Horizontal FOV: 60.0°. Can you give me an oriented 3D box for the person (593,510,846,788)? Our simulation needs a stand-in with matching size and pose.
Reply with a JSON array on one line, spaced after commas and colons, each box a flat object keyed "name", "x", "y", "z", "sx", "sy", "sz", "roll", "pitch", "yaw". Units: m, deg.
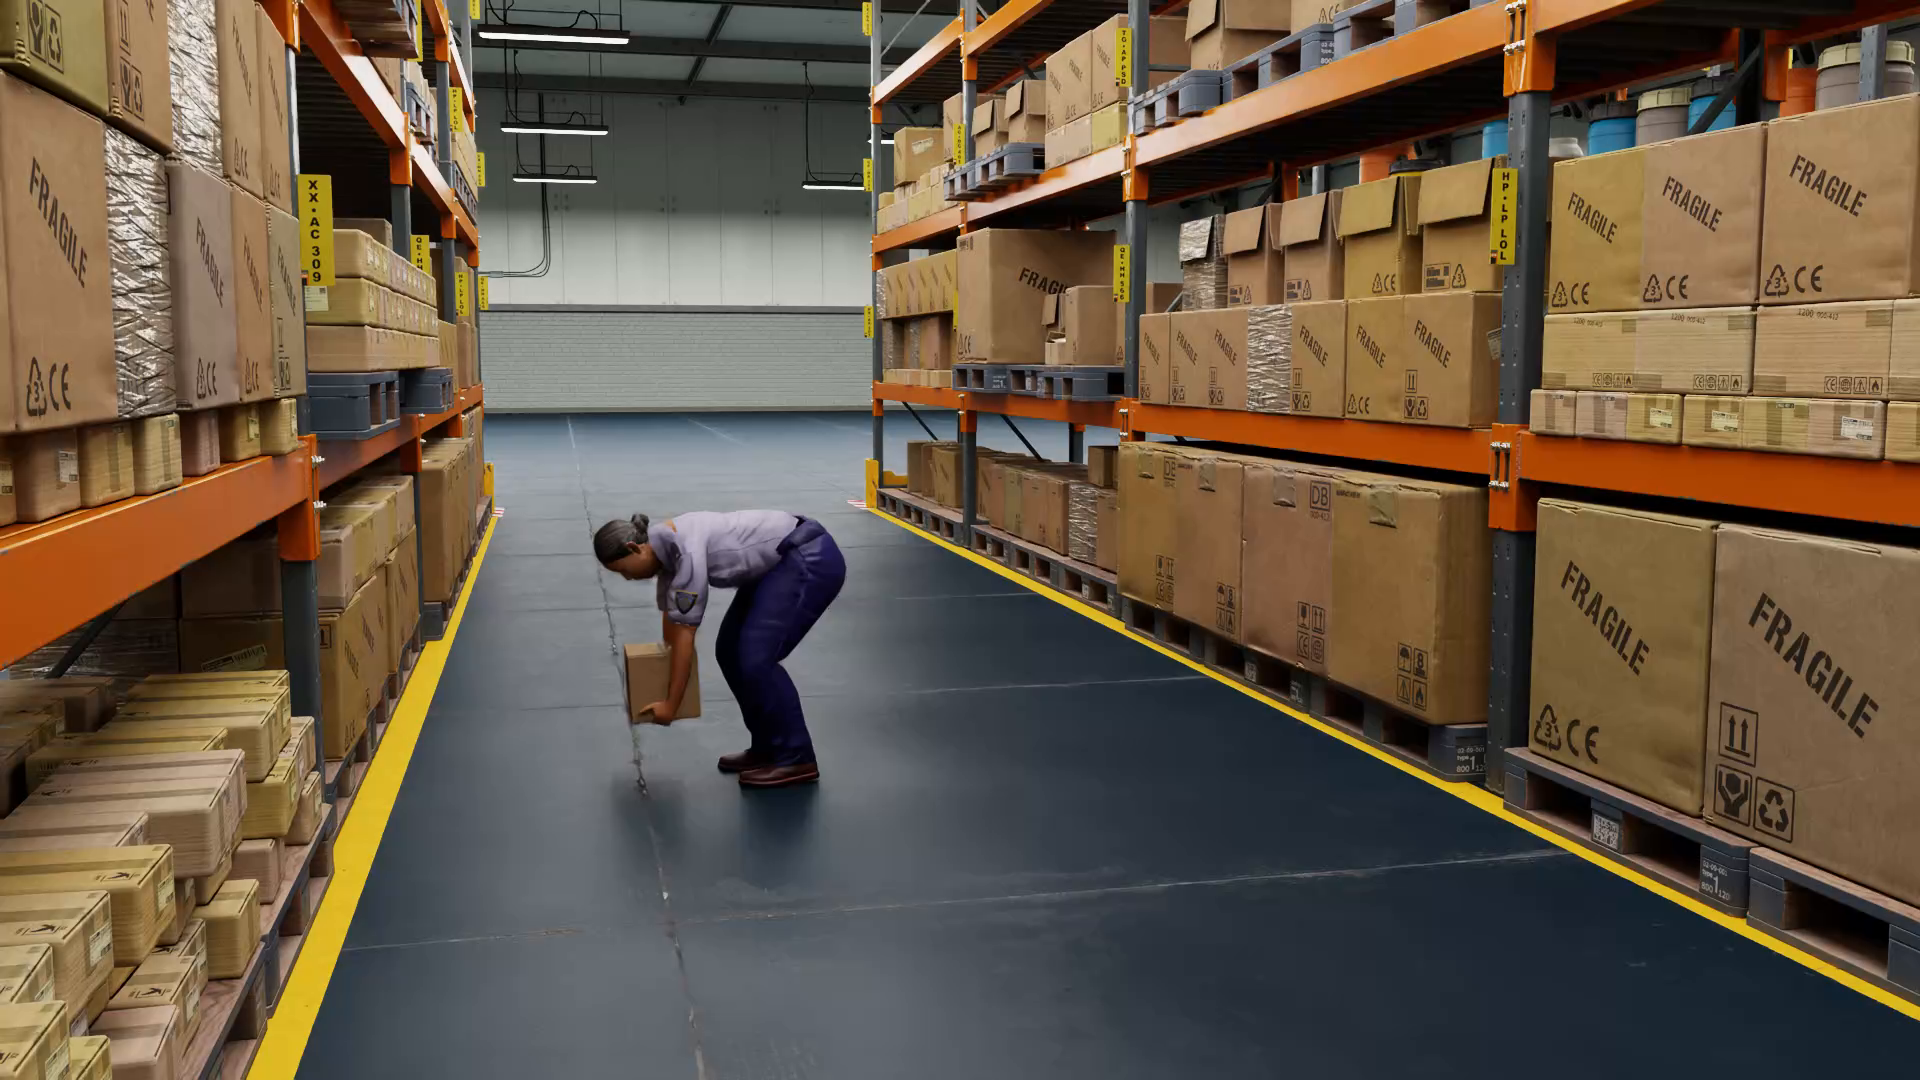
[{"name": "person", "x": -0.907, "y": 0.393, "z": 6.141, "sx": 0.856, "sy": 1.004, "sz": 0.475, "roll": -2, "pitch": 6, "yaw": -16}]
